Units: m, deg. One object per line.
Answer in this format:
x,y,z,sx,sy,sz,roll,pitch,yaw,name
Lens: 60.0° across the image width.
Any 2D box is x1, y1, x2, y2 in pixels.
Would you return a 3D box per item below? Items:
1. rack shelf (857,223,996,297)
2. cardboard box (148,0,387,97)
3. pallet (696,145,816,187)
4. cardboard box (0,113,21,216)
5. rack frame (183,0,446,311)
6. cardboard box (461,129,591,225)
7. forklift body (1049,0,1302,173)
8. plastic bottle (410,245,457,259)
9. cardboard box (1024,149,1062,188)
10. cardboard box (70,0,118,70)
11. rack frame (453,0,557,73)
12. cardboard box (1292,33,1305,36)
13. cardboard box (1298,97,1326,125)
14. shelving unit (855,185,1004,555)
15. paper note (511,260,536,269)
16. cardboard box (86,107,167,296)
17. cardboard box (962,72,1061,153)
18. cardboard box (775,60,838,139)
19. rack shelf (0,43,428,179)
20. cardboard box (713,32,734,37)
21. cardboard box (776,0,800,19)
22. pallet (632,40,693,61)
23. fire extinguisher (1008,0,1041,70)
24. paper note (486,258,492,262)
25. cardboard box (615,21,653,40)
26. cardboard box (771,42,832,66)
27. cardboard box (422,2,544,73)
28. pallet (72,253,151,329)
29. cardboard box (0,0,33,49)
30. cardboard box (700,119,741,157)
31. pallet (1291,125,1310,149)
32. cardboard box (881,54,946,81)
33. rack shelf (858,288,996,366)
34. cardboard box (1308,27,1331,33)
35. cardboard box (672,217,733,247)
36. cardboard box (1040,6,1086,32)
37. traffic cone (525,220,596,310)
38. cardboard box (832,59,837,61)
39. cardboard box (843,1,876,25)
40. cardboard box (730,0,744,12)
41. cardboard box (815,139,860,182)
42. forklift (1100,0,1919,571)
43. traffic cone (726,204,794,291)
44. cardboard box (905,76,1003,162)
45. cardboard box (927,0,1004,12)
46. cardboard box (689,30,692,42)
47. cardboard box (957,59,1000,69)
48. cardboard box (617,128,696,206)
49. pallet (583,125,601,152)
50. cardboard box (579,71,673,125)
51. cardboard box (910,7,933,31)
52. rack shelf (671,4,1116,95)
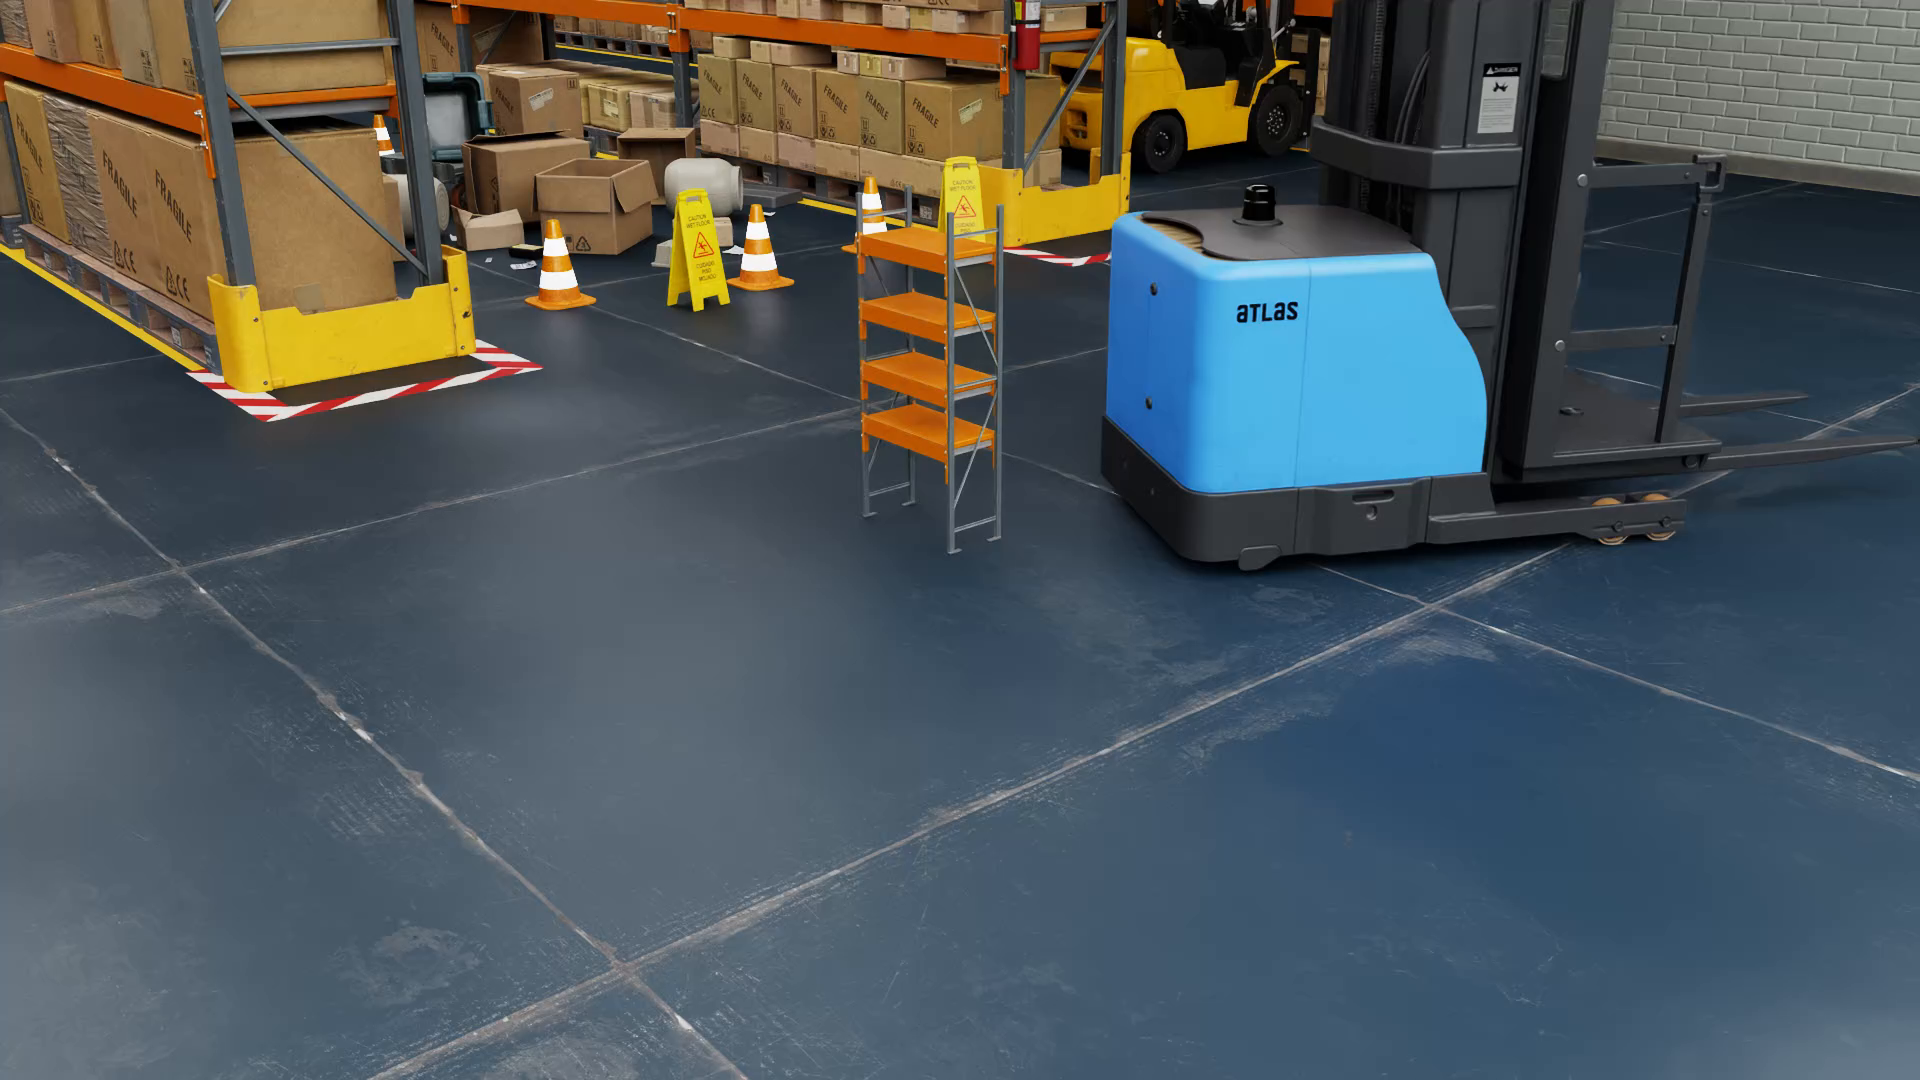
-0.108,-0.970,5.739,0.258,0.148,0.480,-17,27,-37,rack shelf
-3.269,-2.423,7.851,0.875,0.550,0.550,-17,27,-37,cardboard box
-1.455,-3.097,13.602,1.003,0.211,1.213,-17,27,-37,pallet
-6.077,-2.664,11.183,1.050,0.750,0.750,-18,27,-38,cardboard box
-2.993,-2.261,7.644,1.000,3.000,0.127,-17,27,-37,rack frame
-2.990,-2.507,11.510,0.797,0.637,0.503,-17,27,-37,cardboard box
1.829,-4.345,14.127,2.313,2.155,1.214,-17,27,-37,forklift body
-3.350,-1.839,10.597,0.133,0.061,0.283,12,24,27,plastic bottle
0.374,-2.671,11.886,0.500,0.250,0.500,-18,28,-38,cardboard box
-4.293,-2.891,9.046,0.875,0.550,0.500,-17,27,-37,cardboard box
-4.531,-5.678,16.367,1.000,3.000,0.127,-17,27,-37,rack frame
2.913,-4.502,15.190,0.500,0.250,0.500,-18,28,-38,cardboard box
3.266,-3.900,15.023,0.500,0.250,0.500,-17,27,-37,cardboard box
-0.108,-0.604,5.882,0.258,1.200,0.503,-17,27,-37,shelving unit
-2.703,-1.704,10.295,0.144,0.017,0.142,-8,23,-19,paper note
-4.061,-1.882,9.013,0.875,0.875,0.875,-18,28,-38,cardboard box
0.358,-3.027,11.766,0.500,0.500,0.500,-19,28,-39,cardboard box
-1.044,-3.321,12.516,0.500,0.500,0.500,-16,26,-35,cardboard box
-4.298,-2.479,9.186,1.077,0.370,4.000,-17,27,-37,rack shelf
-2.883,-6.665,21.740,0.500,0.500,0.500,-18,28,-38,cardboard box
-1.129,-3.937,12.266,0.380,0.149,0.250,-17,27,-37,cardboard box
-3.831,-6.857,23.202,1.003,0.211,1.213,-17,27,-37,pallet
0.417,-3.290,10.377,0.296,0.674,0.183,-17,27,-37,fire extinguisher
-2.967,-1.764,10.473,0.032,0.001,0.123,-4,22,-10,paper note
-4.461,-7.379,23.561,0.700,0.500,0.500,-19,28,-39,cardboard box
-1.188,-3.648,12.461,0.380,0.149,0.250,-16,26,-34,cardboard box
-4.919,-5.095,17.216,0.875,0.875,0.875,-18,28,-38,cardboard box
-4.366,-1.502,9.529,1.003,0.211,1.213,-17,27,-37,pallet
-5.354,-3.337,10.186,0.875,0.550,0.550,-17,27,-37,cardboard box
-1.739,-3.261,13.390,0.500,0.250,0.500,-19,28,-40,cardboard box
3.126,-3.890,15.626,1.003,0.211,1.213,-17,27,-37,pallet
-0.320,-3.279,11.519,0.380,0.149,0.250,-16,27,-36,cardboard box
-0.108,-0.750,5.825,0.258,0.148,0.480,-17,27,-37,rack shelf
3.302,-4.630,15.515,0.500,0.250,0.500,-18,28,-38,cardboard box
-1.694,-2.021,10.940,0.380,0.149,0.250,-4,22,-10,cardboard box
0.626,-3.494,11.135,0.380,0.149,0.250,-17,27,-37,cardboard box
-2.264,-1.565,9.345,0.336,0.463,0.334,-17,27,-37,traffic cone
-0.663,-3.457,12.863,0.500,0.500,0.500,-16,26,-35,cardboard box
-0.603,-3.740,11.763,0.380,0.149,0.250,-18,28,-38,cardboard box
-1.556,-4.169,12.859,0.380,0.149,0.250,-18,27,-38,cardboard box
-0.718,-2.830,12.292,0.500,0.250,0.500,-19,28,-39,cardboard box
2.117,-1.528,5.865,3.031,2.935,1.130,-5,22,-12,forklift
-1.186,-1.740,9.792,0.336,0.463,0.334,-17,27,-37,traffic cone
-0.029,-2.891,11.419,0.500,0.500,0.500,-17,27,-37,cardboard box
0.128,-3.737,10.867,0.500,0.500,0.500,-18,28,-38,cardboard box
-3.636,-7.148,23.232,0.500,0.311,0.500,-16,27,-36,cardboard box
0.496,-5.410,18.364,0.875,0.625,0.625,-19,28,-40,cardboard box
-2.251,-2.790,12.418,0.500,0.500,0.500,0,21,-1,cardboard box
-3.230,-3.826,15.464,1.003,0.211,1.213,-17,27,-37,pallet
-3.191,-4.078,15.311,0.950,0.372,0.625,-16,27,-36,cardboard box
-0.115,-3.522,11.209,0.380,0.149,0.250,-18,28,-38,cardboard box
-0.614,-3.685,12.266,1.077,0.370,4.000,-17,27,-37,rack shelf
